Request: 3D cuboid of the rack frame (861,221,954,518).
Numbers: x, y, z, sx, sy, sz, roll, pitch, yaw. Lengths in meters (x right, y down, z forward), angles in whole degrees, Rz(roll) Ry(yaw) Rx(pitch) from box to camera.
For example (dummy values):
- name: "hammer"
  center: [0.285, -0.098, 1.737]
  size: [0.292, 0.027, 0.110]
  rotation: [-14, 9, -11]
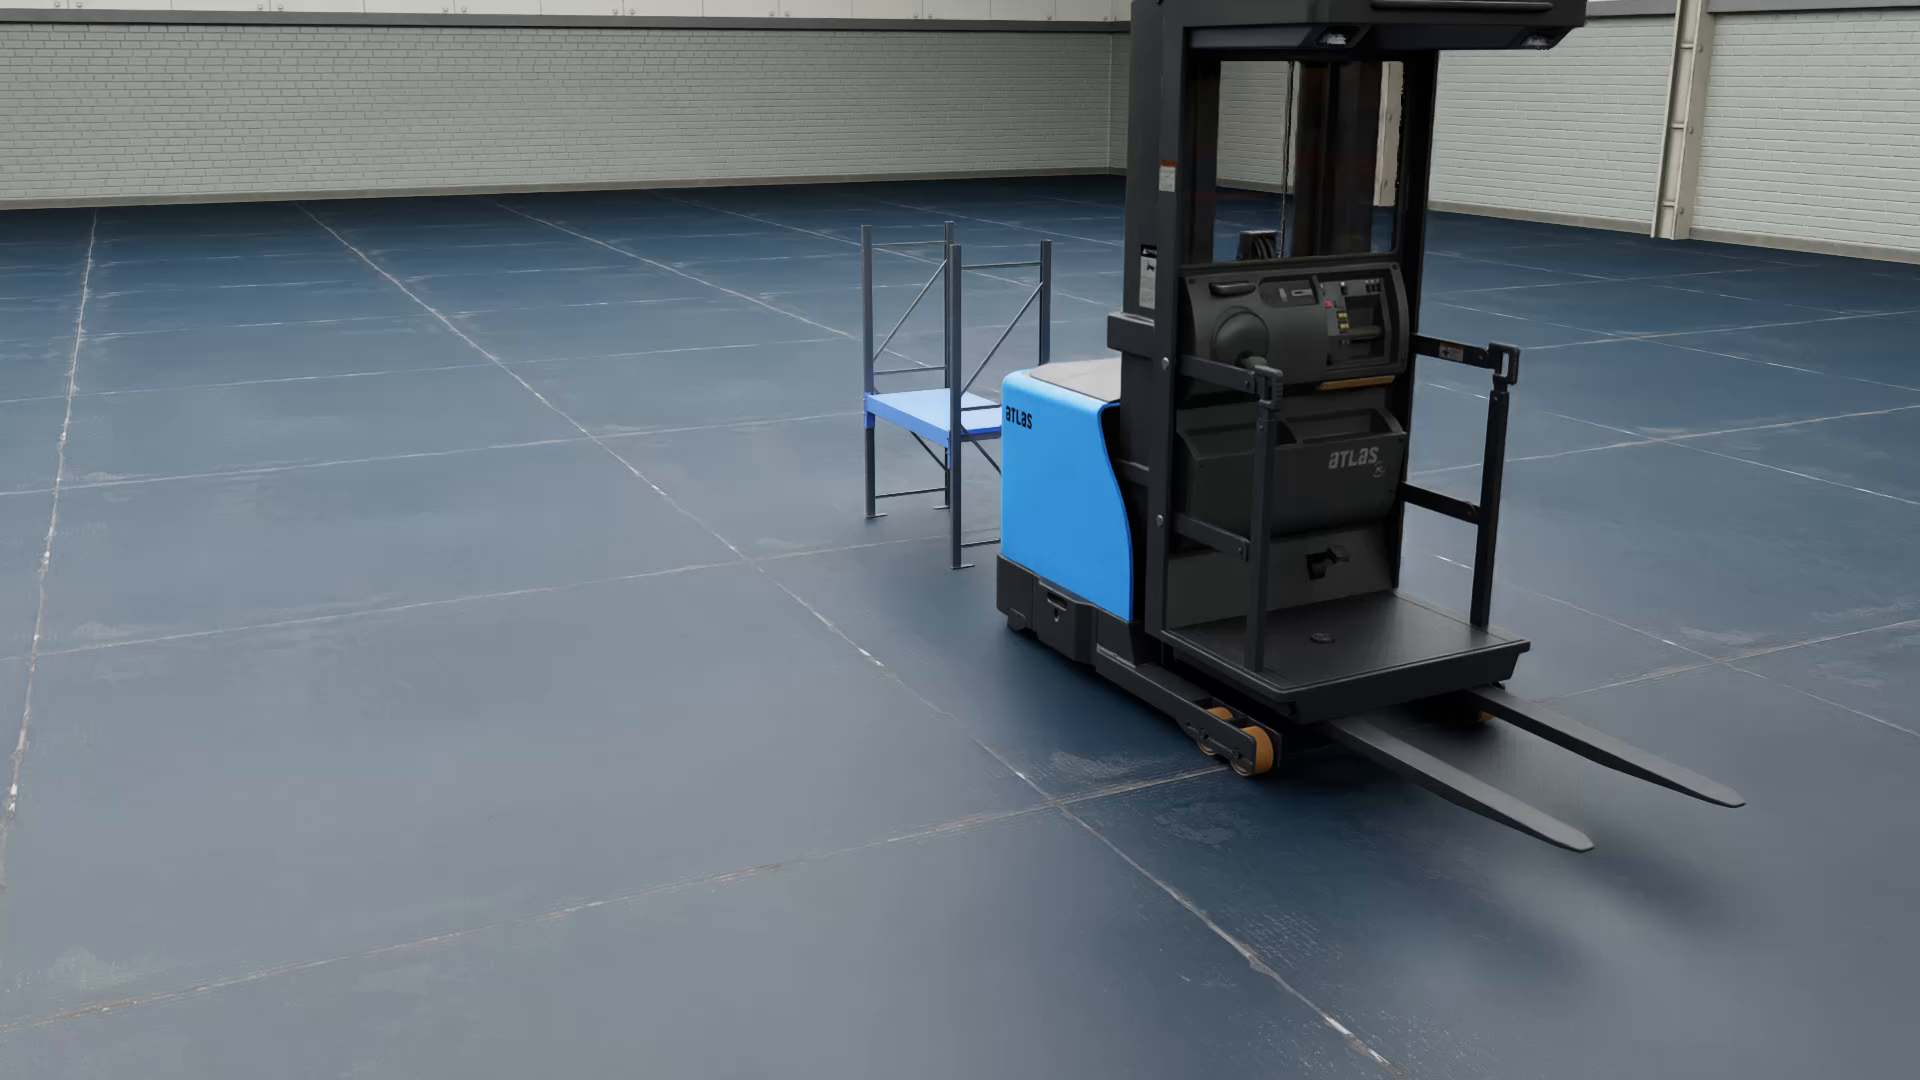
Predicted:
- name: "rack frame"
  center: [-0.260, -0.868, 8.557]
  size: [0.500, 1.500, 0.032]
  rotation: [-8, 18, -25]

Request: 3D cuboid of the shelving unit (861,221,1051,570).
- name: "shelving unit"
  center: [-0.037, -0.742, 8.117]
  size: [0.538, 1.500, 1.048]
  rotation: [-8, 18, -25]

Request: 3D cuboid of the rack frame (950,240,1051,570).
- name: "rack frame"
  center: [0.185, -0.616, 7.678]
  size: [0.500, 1.500, 0.032]
  rotation: [-8, 18, -25]

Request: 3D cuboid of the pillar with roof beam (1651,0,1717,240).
- name: "pillar with roof beam"
  center: [5.735, -7.892, 19.439]
  size: [9.100, 9.000, 0.400]
  rotation: [-8, 18, -25]

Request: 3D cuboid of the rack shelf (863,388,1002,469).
- name: "rack shelf"
  center: [-0.037, -0.569, 8.167]
  size: [0.538, 0.185, 1.000]
  rotation: [-8, 18, -25]

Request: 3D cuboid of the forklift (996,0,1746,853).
- name: "forklift"
  center: [1.279, -0.764, 5.600]
  size: [1.130, 2.935, 3.031]
  rotation: [-8, 18, -26]

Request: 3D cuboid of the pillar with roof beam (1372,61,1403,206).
- name: "pillar with roof beam"
  center: [3.106, -9.380, 24.623]
  size: [9.100, 9.000, 0.400]
  rotation: [-8, 18, -25]
